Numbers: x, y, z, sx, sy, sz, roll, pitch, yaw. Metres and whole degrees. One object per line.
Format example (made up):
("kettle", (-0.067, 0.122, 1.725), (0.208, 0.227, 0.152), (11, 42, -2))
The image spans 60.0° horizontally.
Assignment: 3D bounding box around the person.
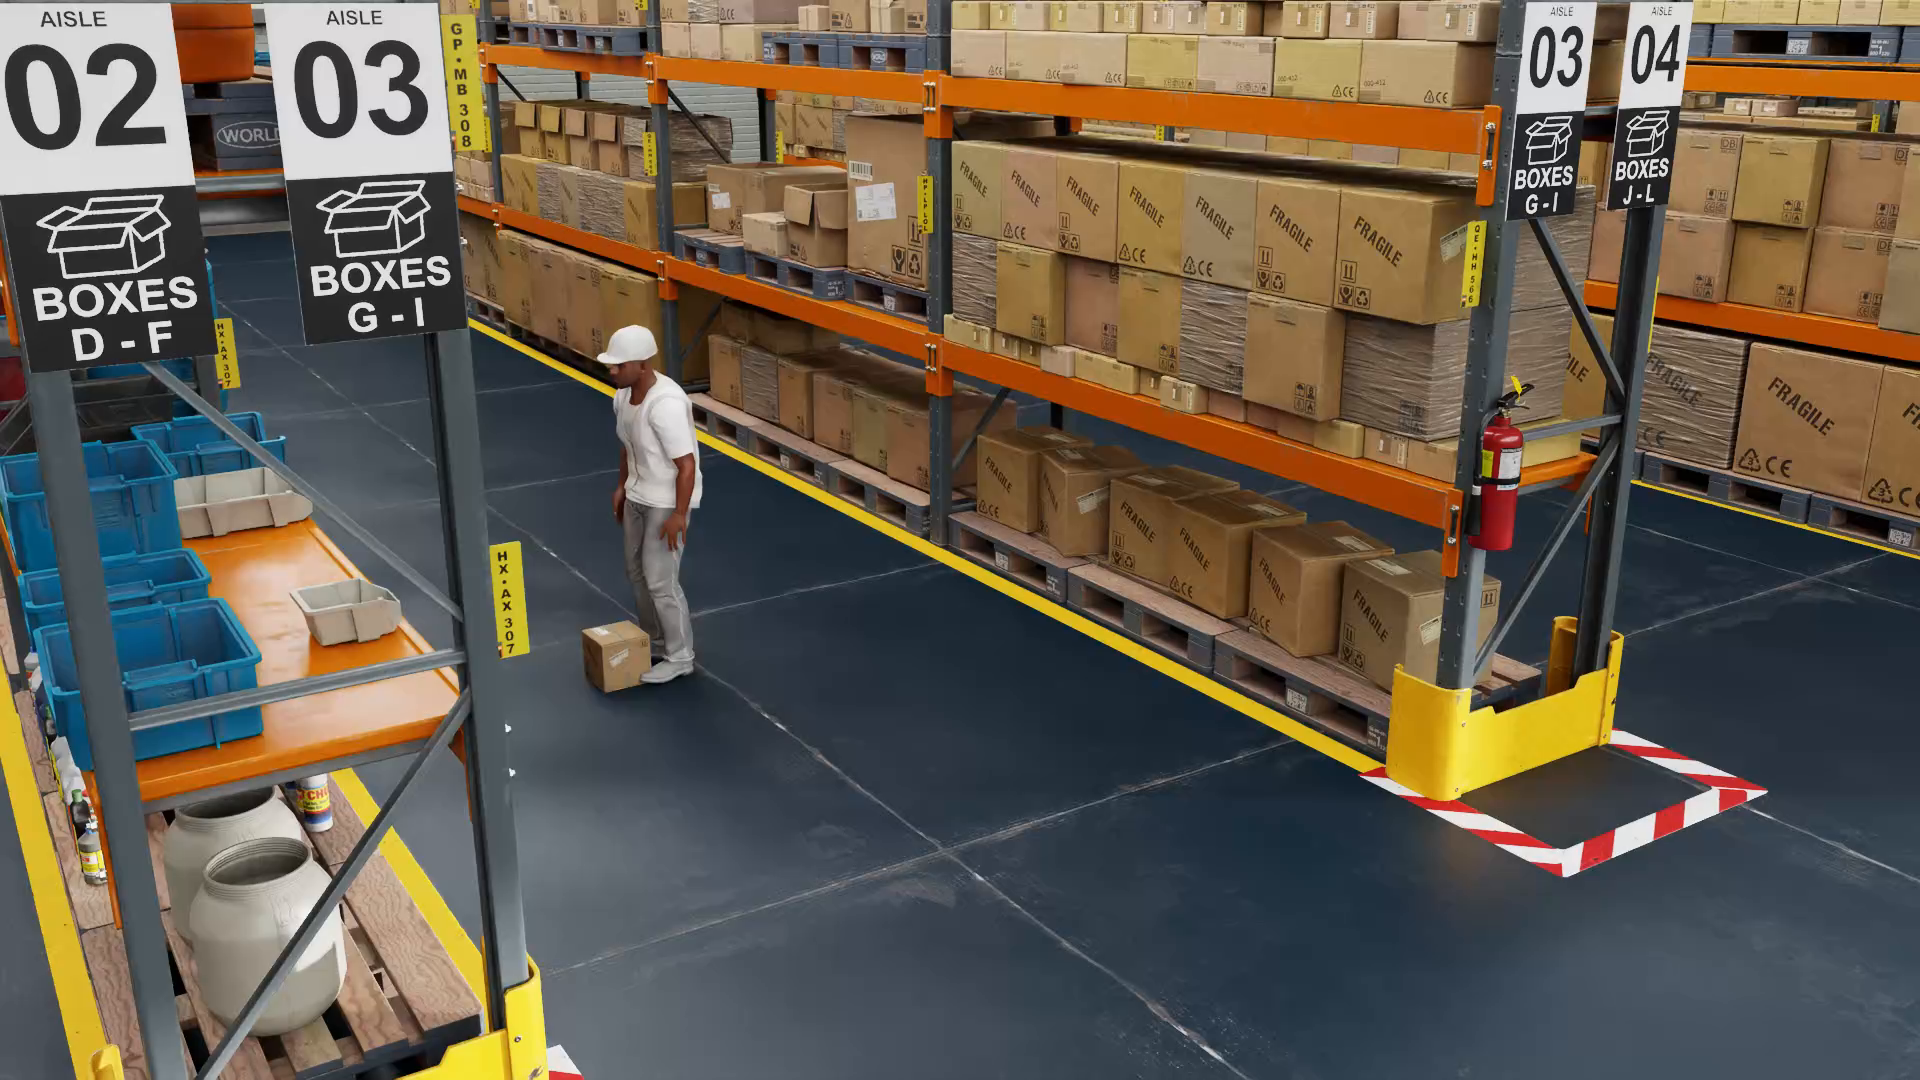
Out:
("person", (-1.504, -0.182, 8.089), (0.462, 1.759, 0.633), (-13, 22, -35))
